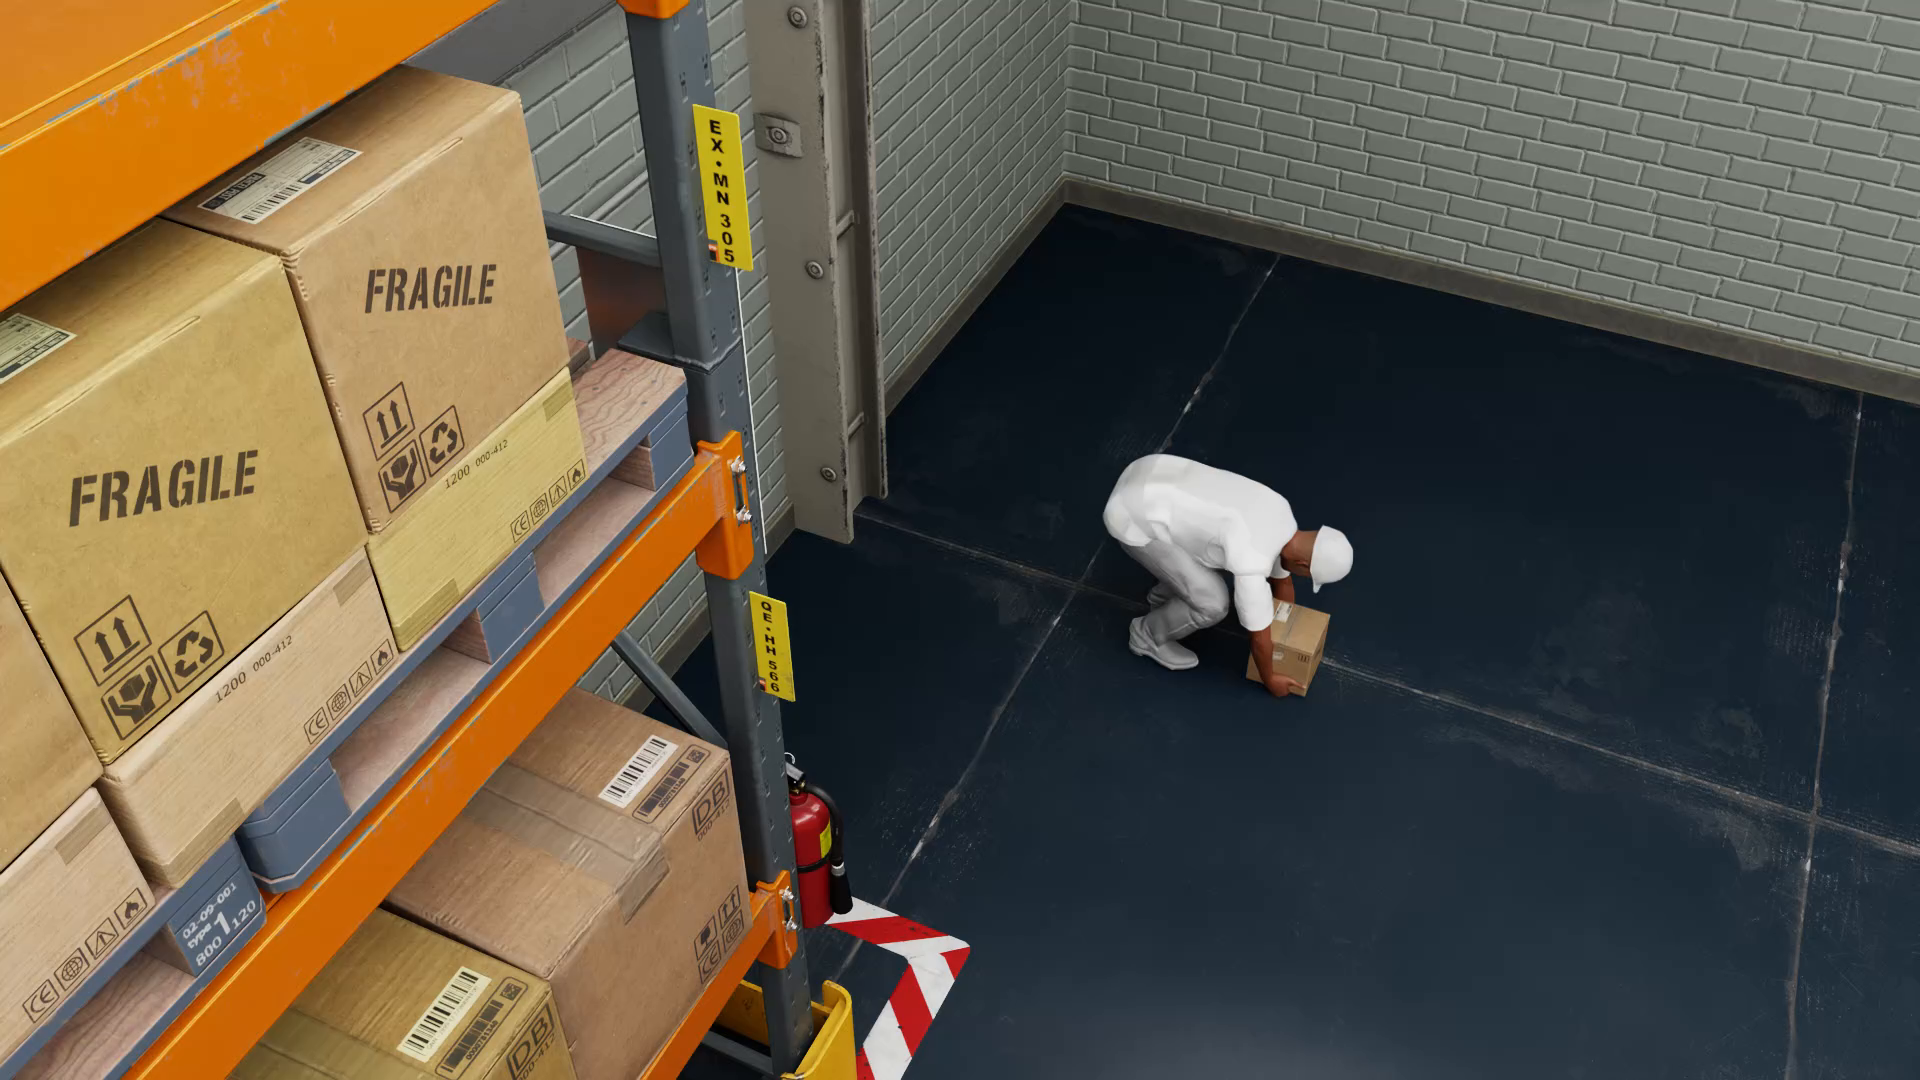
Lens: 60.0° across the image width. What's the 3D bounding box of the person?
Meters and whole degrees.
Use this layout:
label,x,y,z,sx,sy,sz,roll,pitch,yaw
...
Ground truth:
label,x,y,z,sx,sy,sz,roll,pitch,yaw
person,1.060,0.115,6.685,0.978,0.896,0.504,16,44,17
